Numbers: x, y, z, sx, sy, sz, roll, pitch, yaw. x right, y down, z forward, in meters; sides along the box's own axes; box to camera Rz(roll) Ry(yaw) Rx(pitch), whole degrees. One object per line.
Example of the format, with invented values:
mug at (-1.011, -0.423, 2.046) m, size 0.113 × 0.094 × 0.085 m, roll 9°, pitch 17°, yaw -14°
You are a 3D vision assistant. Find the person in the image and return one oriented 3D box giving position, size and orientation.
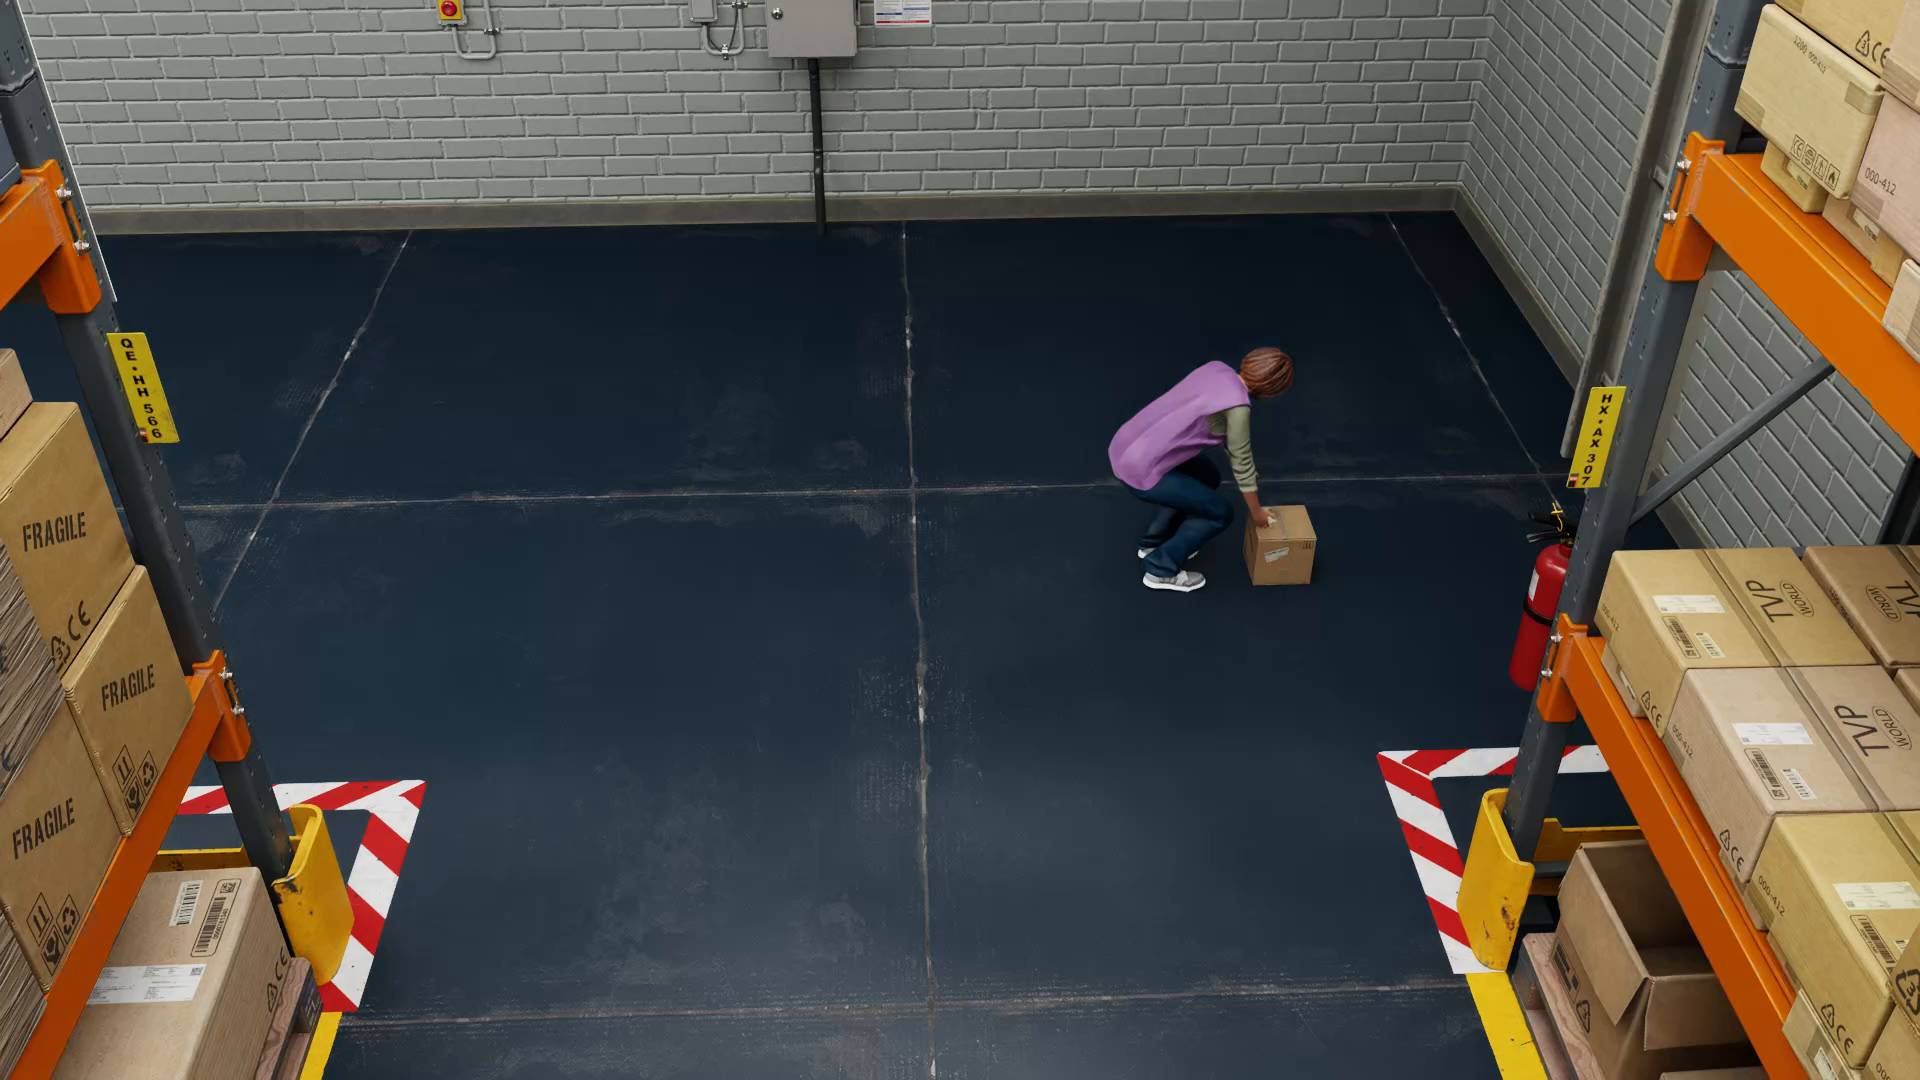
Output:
person at (0.995, -0.314, 7.054) m, size 0.754 × 1.061 × 0.460 m, roll -2°, pitch 36°, yaw -2°
